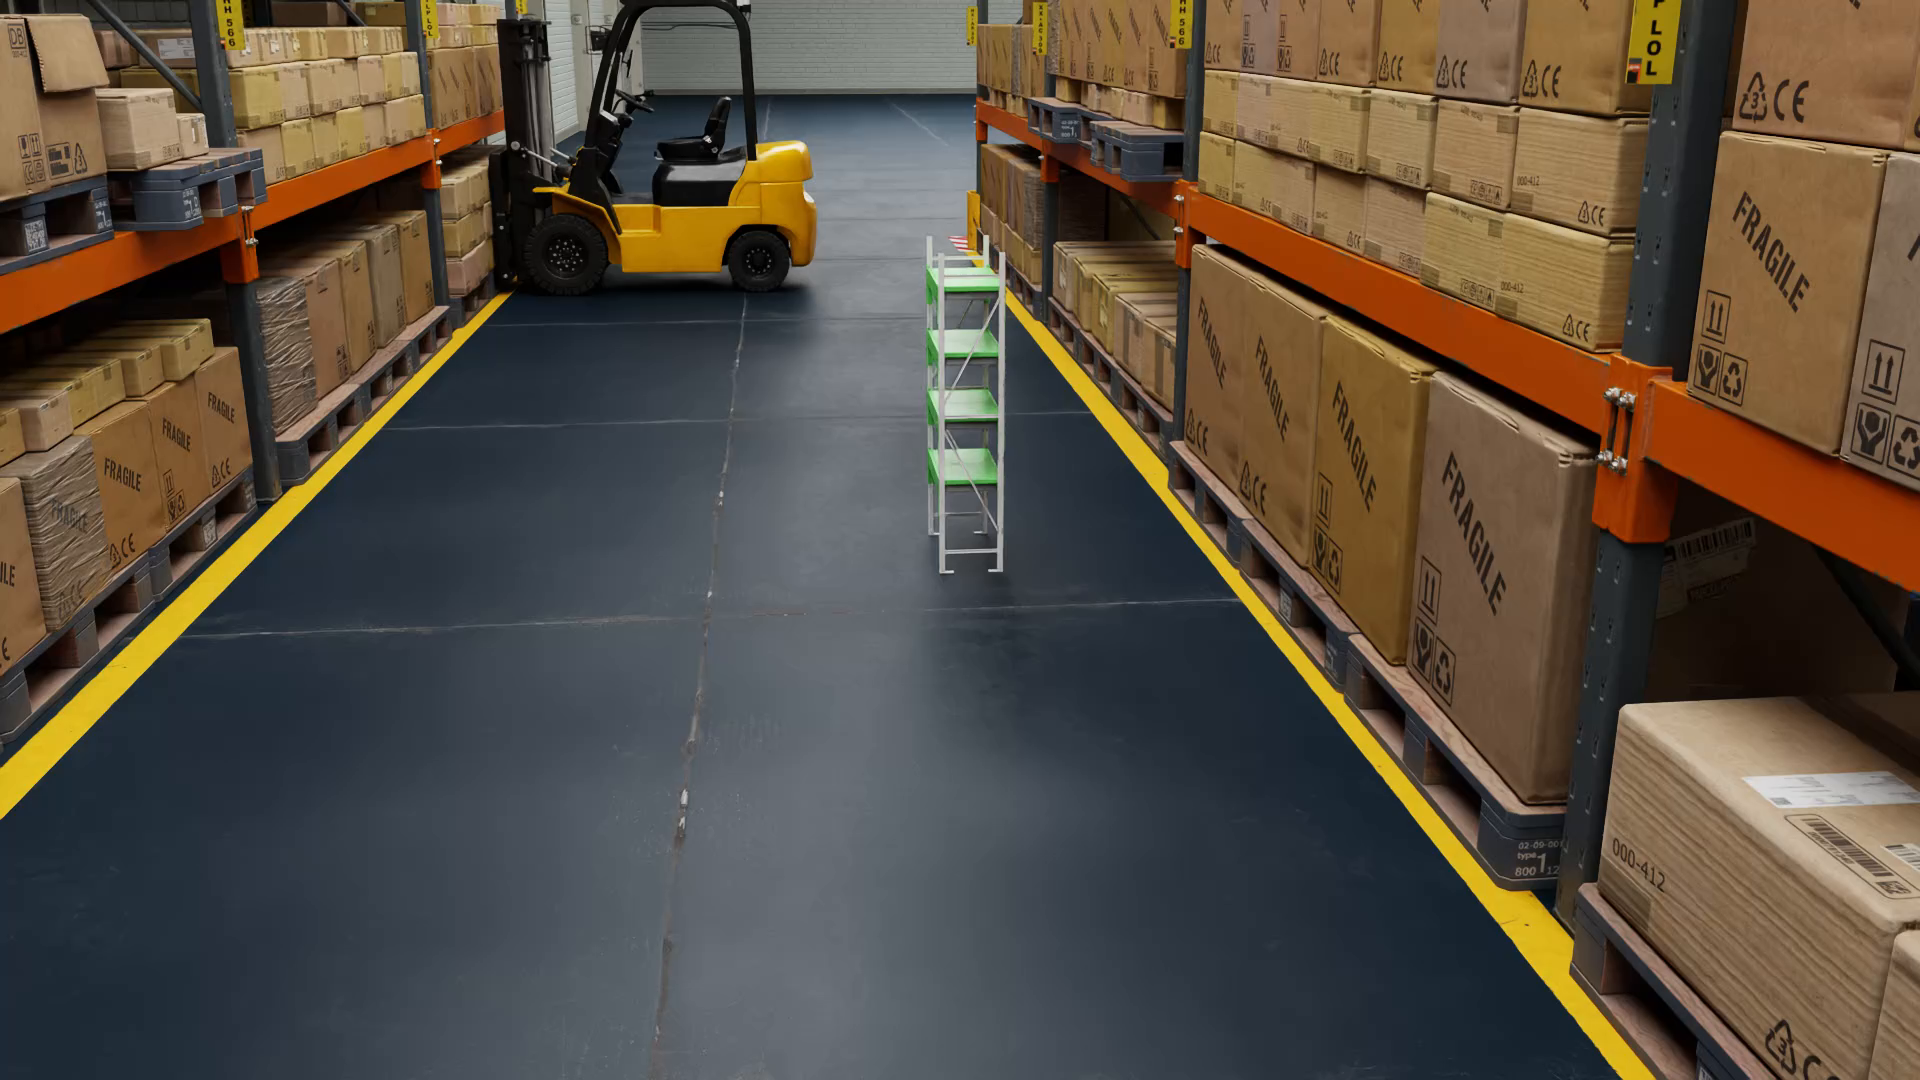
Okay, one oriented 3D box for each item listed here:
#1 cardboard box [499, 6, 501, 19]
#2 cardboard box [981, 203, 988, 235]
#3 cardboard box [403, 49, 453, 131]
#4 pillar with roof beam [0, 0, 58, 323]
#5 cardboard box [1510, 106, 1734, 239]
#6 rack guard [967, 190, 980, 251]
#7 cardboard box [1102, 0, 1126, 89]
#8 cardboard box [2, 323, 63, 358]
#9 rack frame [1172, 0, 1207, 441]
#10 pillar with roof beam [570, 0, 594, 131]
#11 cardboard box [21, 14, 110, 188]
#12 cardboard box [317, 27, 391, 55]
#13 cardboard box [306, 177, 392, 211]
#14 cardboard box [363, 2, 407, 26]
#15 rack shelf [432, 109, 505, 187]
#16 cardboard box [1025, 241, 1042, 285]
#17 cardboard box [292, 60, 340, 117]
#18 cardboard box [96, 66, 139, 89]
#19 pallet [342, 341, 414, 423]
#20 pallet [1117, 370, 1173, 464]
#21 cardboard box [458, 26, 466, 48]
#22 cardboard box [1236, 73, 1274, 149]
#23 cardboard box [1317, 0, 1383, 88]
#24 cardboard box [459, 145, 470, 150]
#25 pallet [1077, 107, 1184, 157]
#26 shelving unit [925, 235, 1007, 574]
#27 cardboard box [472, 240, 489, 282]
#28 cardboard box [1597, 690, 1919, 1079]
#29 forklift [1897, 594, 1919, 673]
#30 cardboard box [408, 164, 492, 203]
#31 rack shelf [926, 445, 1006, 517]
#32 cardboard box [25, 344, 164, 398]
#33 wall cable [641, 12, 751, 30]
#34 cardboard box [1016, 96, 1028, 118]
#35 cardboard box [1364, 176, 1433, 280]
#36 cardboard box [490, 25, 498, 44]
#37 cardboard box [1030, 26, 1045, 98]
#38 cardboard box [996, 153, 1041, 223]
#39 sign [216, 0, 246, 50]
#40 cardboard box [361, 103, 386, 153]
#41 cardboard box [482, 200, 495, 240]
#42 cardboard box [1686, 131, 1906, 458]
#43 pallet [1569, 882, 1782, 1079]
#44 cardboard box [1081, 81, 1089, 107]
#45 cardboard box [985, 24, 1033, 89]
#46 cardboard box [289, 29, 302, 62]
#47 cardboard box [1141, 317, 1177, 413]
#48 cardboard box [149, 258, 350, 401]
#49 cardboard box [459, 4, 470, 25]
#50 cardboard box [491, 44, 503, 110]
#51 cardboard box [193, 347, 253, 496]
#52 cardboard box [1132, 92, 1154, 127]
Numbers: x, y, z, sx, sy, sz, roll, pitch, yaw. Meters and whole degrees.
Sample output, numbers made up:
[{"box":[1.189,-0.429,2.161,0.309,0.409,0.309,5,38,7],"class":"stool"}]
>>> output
[{"box":[-4.039,-4.373,13.850,0.380,0.149,0.250,-2,18,-5],"class":"cardboard box"},{"box":[0.460,-2.768,14.374,0.500,0.250,0.500,-2,18,-6],"class":"cardboard box"},{"box":[-3.659,-2.970,10.962,0.500,0.500,0.500,-2,18,-7],"class":"cardboard box"},{"box":[-0.209,-4.946,7.408,9.100,9.000,0.400,-2,18,-6],"class":"pillar with roof beam"},{"box":[1.602,-0.844,3.772,0.500,0.250,0.500,-2,18,-6],"class":"cardboard box"},{"box":[0.659,-2.913,15.121,1.175,0.500,0.348,-2,18,-6],"class":"rack guard"},{"box":[1.036,-2.565,8.476,0.500,0.500,0.500,-3,18,-9],"class":"cardboard box"},{"box":[-3.716,-0.742,6.423,0.380,0.149,0.250,-1,17,-3],"class":"cardboard box"},{"box":[1.477,-1.745,7.226,1.000,3.000,0.127,-2,18,-6],"class":"rack frame"},{"box":[-2.684,-12.096,30.184,9.100,9.000,0.400,-2,18,-6],"class":"pillar with roof beam"},{"box":[-3.108,-1.359,5.125,0.797,0.503,0.637,-2,18,-7],"class":"cardboard box"},{"box":[-3.440,-2.819,9.399,0.380,0.149,0.250,-2,18,-7],"class":"cardboard box"},{"box":[-4.116,-2.288,11.177,0.500,0.250,0.500,-1,17,-5],"class":"cardboard box"},{"box":[-3.610,-3.385,10.705,0.380,0.149,0.250,-1,17,-5],"class":"cardboard box"},{"box":[-4.079,-3.035,12.536,1.077,0.370,4.000,-2,18,-6],"class":"rack shelf"},{"box":[0.736,-1.993,11.906,0.500,0.250,0.500,-1,17,-3],"class":"cardboard box"},{"box":[-3.349,-2.203,8.101,0.500,0.250,0.500,-2,18,-7],"class":"cardboard box"},{"box":[-3.783,-1.882,7.081,0.500,0.250,0.500,-1,17,-4],"class":"cardboard box"},{"box":[-3.629,-0.869,9.092,1.003,0.211,1.213,-2,18,-6],"class":"pallet"},{"box":[1.398,-0.647,8.386,1.003,0.211,1.213,-2,18,-6],"class":"pallet"},{"box":[-3.704,-3.550,11.727,0.380,0.149,0.250,-2,18,-6],"class":"cardboard box"},{"box":[1.336,-1.599,6.178,0.500,0.250,0.500,-1,17,-4],"class":"cardboard box"},{"box":[1.432,-1.662,5.128,0.500,0.500,0.500,-1,17,-5],"class":"cardboard box"},{"box":[-4.424,-3.190,14.051,0.500,0.250,0.500,-2,18,-6],"class":"cardboard box"},{"box":[1.232,-2.242,9.130,1.003,0.211,1.213,-2,18,-6],"class":"pallet"},{"box":[0.017,-0.523,6.340,0.258,1.200,0.503,-2,18,-6],"class":"shelving unit"},{"box":[-3.661,-1.976,11.851,0.500,0.250,0.500,-2,18,-7],"class":"cardboard box"},{"box":[1.847,0.660,3.145,0.875,0.438,0.875,-2,18,-6],"class":"cardboard box"},{"box":[3.243,-1.363,6.124,1.130,2.935,3.031,4,18,13],"class":"forklift"},{"box":[-3.716,-2.602,12.177,0.500,0.250,0.500,-1,17,-4],"class":"cardboard box"},{"box":[0.017,-0.233,6.431,0.258,0.148,0.480,-2,18,-6],"class":"rack shelf"},{"box":[-3.115,-0.608,5.995,0.380,0.149,0.250,-2,18,-7],"class":"cardboard box"},{"box":[-7.193,-14.976,44.539,3.097,2.526,0.112,-2,18,-6],"class":"wall cable"},{"box":[0.620,-3.205,12.299,0.380,0.149,0.250,-2,18,-6],"class":"cardboard box"},{"box":[1.508,-0.910,4.818,0.500,0.250,0.500,-2,18,-7],"class":"cardboard box"},{"box":[-3.949,-4.082,13.421,0.380,0.149,0.250,-1,17,-5],"class":"cardboard box"},{"box":[0.771,-3.251,11.360,0.500,0.500,0.500,-2,18,-7],"class":"cardboard box"},{"box":[0.565,-2.813,13.267,0.500,0.500,0.500,-1,17,-5],"class":"cardboard box"},{"box":[-2.921,-2.124,6.635,0.100,0.325,0.005,-2,18,-6],"class":"sign"},{"box":[-3.482,-2.270,9.149,0.500,0.250,0.500,-2,18,-5],"class":"cardboard box"},{"box":[-3.710,-2.363,12.250,0.500,0.250,0.500,-2,18,-6],"class":"cardboard box"},{"box":[1.677,-0.453,2.944,0.500,0.500,0.500,-1,17,-4],"class":"cardboard box"},{"box":[1.890,1.007,3.119,1.003,0.211,1.213,-2,18,-6],"class":"pallet"},{"box":[0.914,-2.608,9.694,0.380,0.149,0.250,-2,17,-5],"class":"cardboard box"},{"box":[0.481,-4.014,13.791,0.500,0.500,0.500,-1,17,-4],"class":"cardboard box"},{"box":[-3.376,-2.358,7.930,0.380,0.149,0.250,-2,17,-5],"class":"cardboard box"},{"box":[1.428,-0.860,8.094,0.950,0.372,0.625,-3,18,-9],"class":"cardboard box"},{"box":[-3.586,-1.038,8.240,0.875,0.625,0.625,-1,17,-4],"class":"cardboard box"},{"box":[-3.875,-3.916,12.395,0.380,0.149,0.250,-2,17,-5],"class":"cardboard box"},{"box":[-3.929,-3.728,13.377,0.500,0.500,0.500,-1,17,-4],"class":"cardboard box"},{"box":[-3.203,-0.479,6.666,0.500,0.500,0.500,-1,17,-4],"class":"cardboard box"},{"box":[1.039,-2.067,7.971,0.380,0.149,0.250,-2,18,-6],"class":"cardboard box"}]
